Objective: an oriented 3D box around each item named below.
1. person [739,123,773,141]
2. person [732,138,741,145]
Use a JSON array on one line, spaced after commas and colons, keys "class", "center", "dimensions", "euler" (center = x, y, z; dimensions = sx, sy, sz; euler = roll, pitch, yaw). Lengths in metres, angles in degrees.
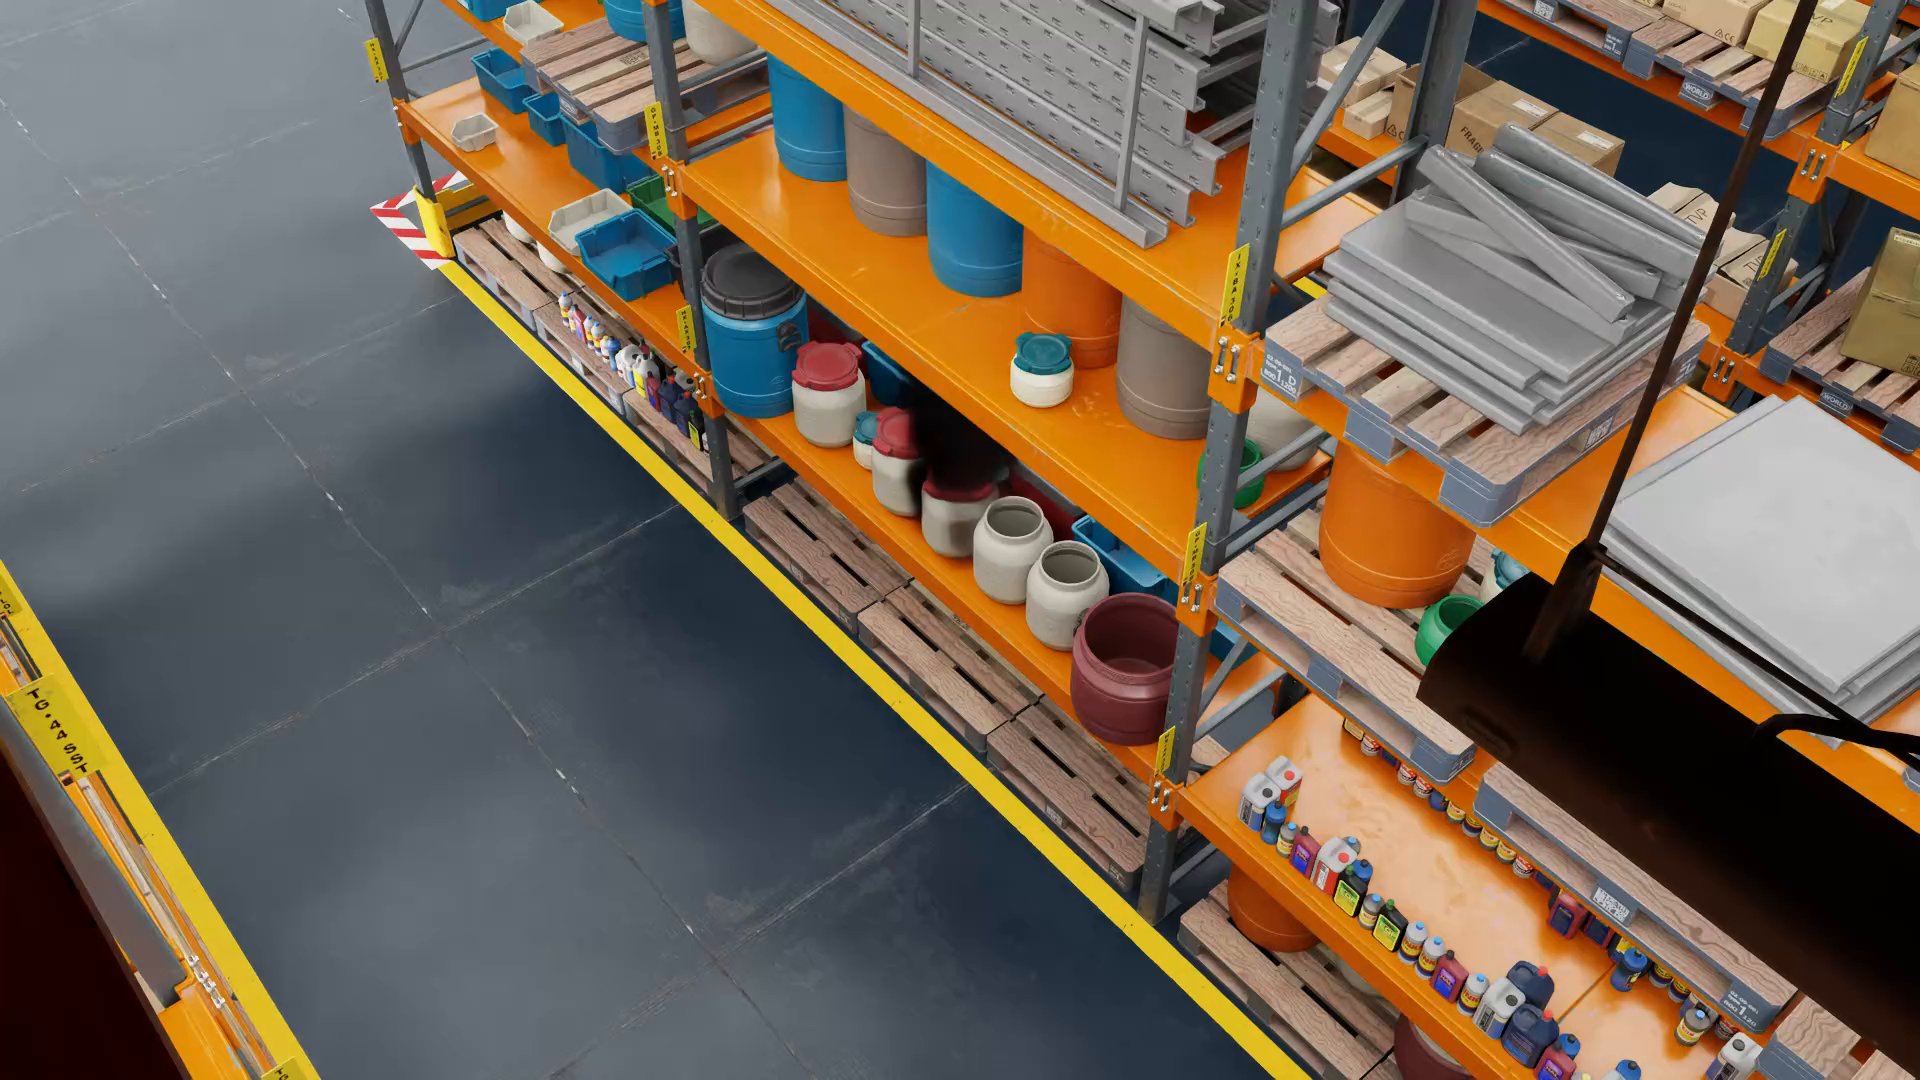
[{"class": "person", "center": [-1.502, -3.049, 12.636], "dimensions": [0.634, 1.803, 0.929], "euler": [-22, 50, -19]}, {"class": "person", "center": [-1.541, -3.326, 12.951], "dimensions": [0.600, 1.719, 0.695], "euler": [22, 51, 20]}]
